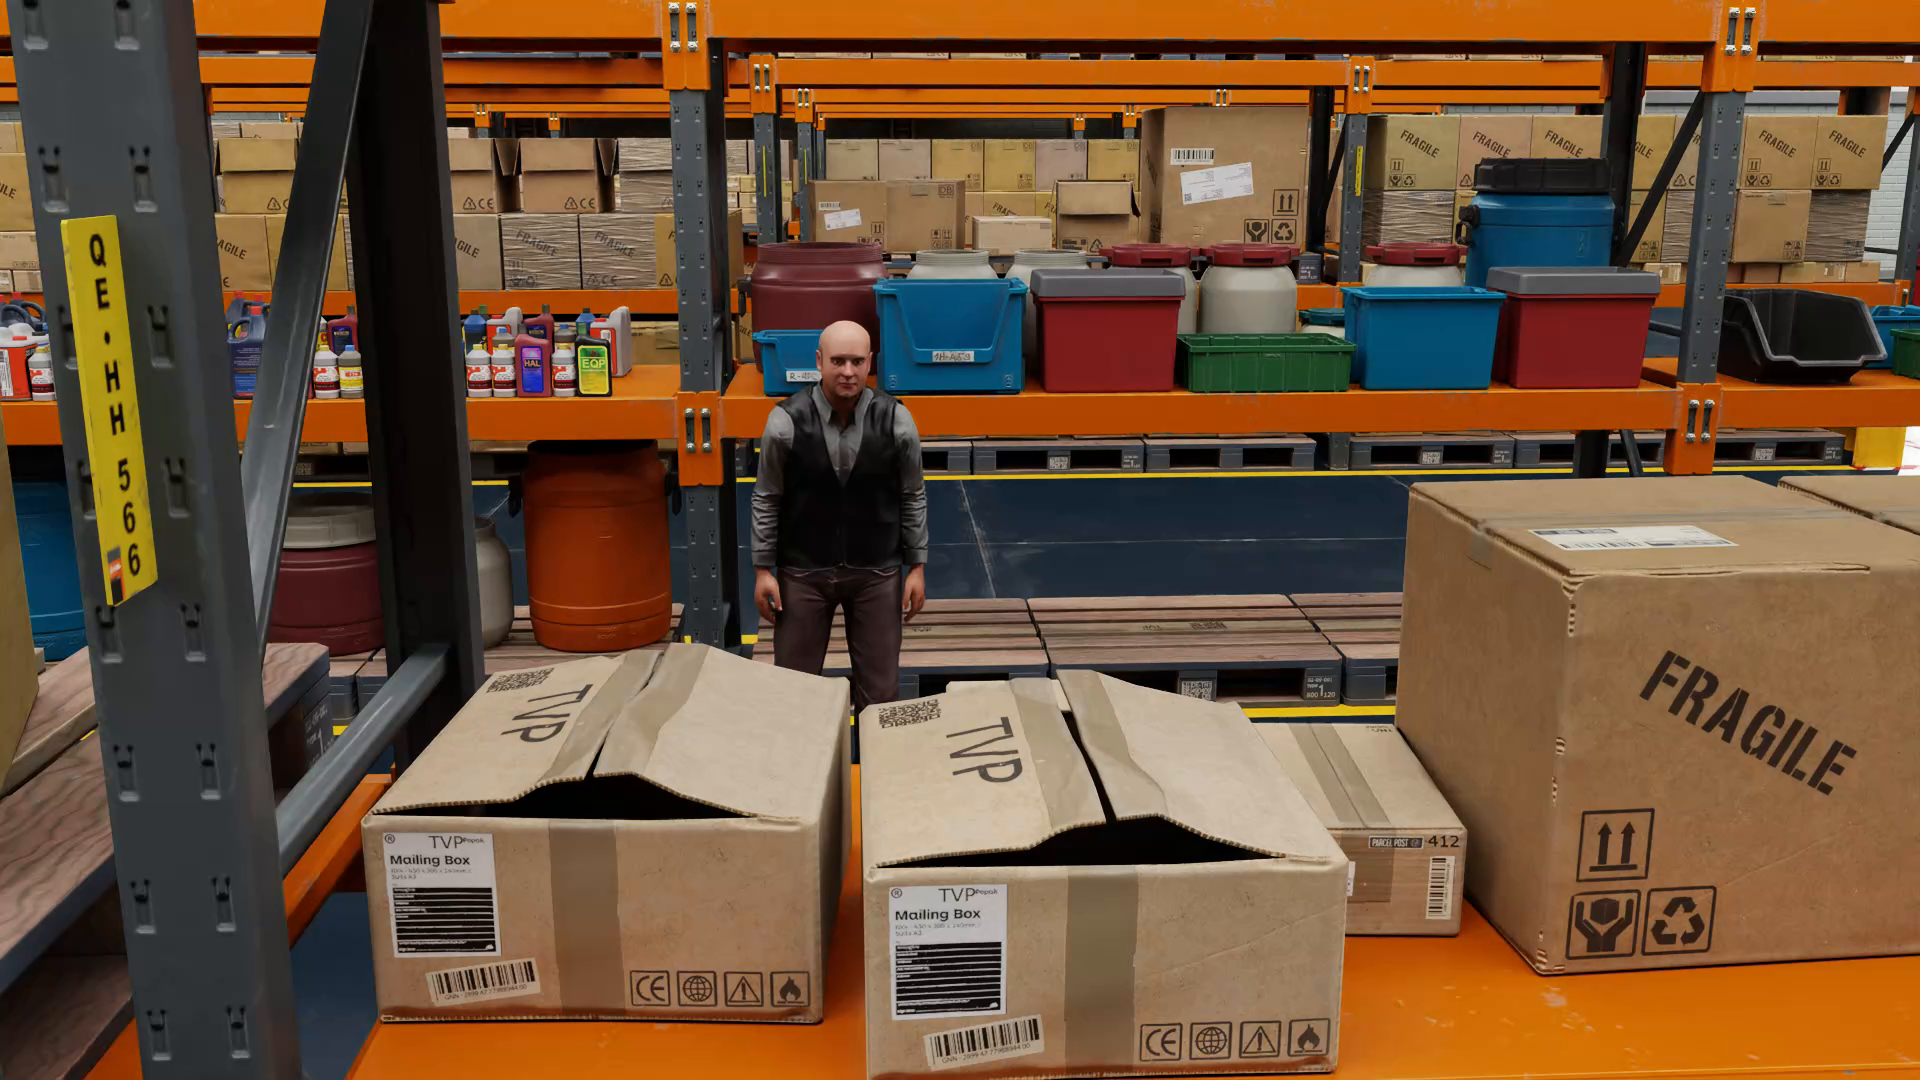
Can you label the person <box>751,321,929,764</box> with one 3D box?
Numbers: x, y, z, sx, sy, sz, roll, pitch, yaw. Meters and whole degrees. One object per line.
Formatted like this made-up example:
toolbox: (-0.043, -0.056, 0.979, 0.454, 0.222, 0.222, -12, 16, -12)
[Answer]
person: (-0.398, 0.129, 5.505, 0.591, 1.720, 0.420, -2, 14, -7)
